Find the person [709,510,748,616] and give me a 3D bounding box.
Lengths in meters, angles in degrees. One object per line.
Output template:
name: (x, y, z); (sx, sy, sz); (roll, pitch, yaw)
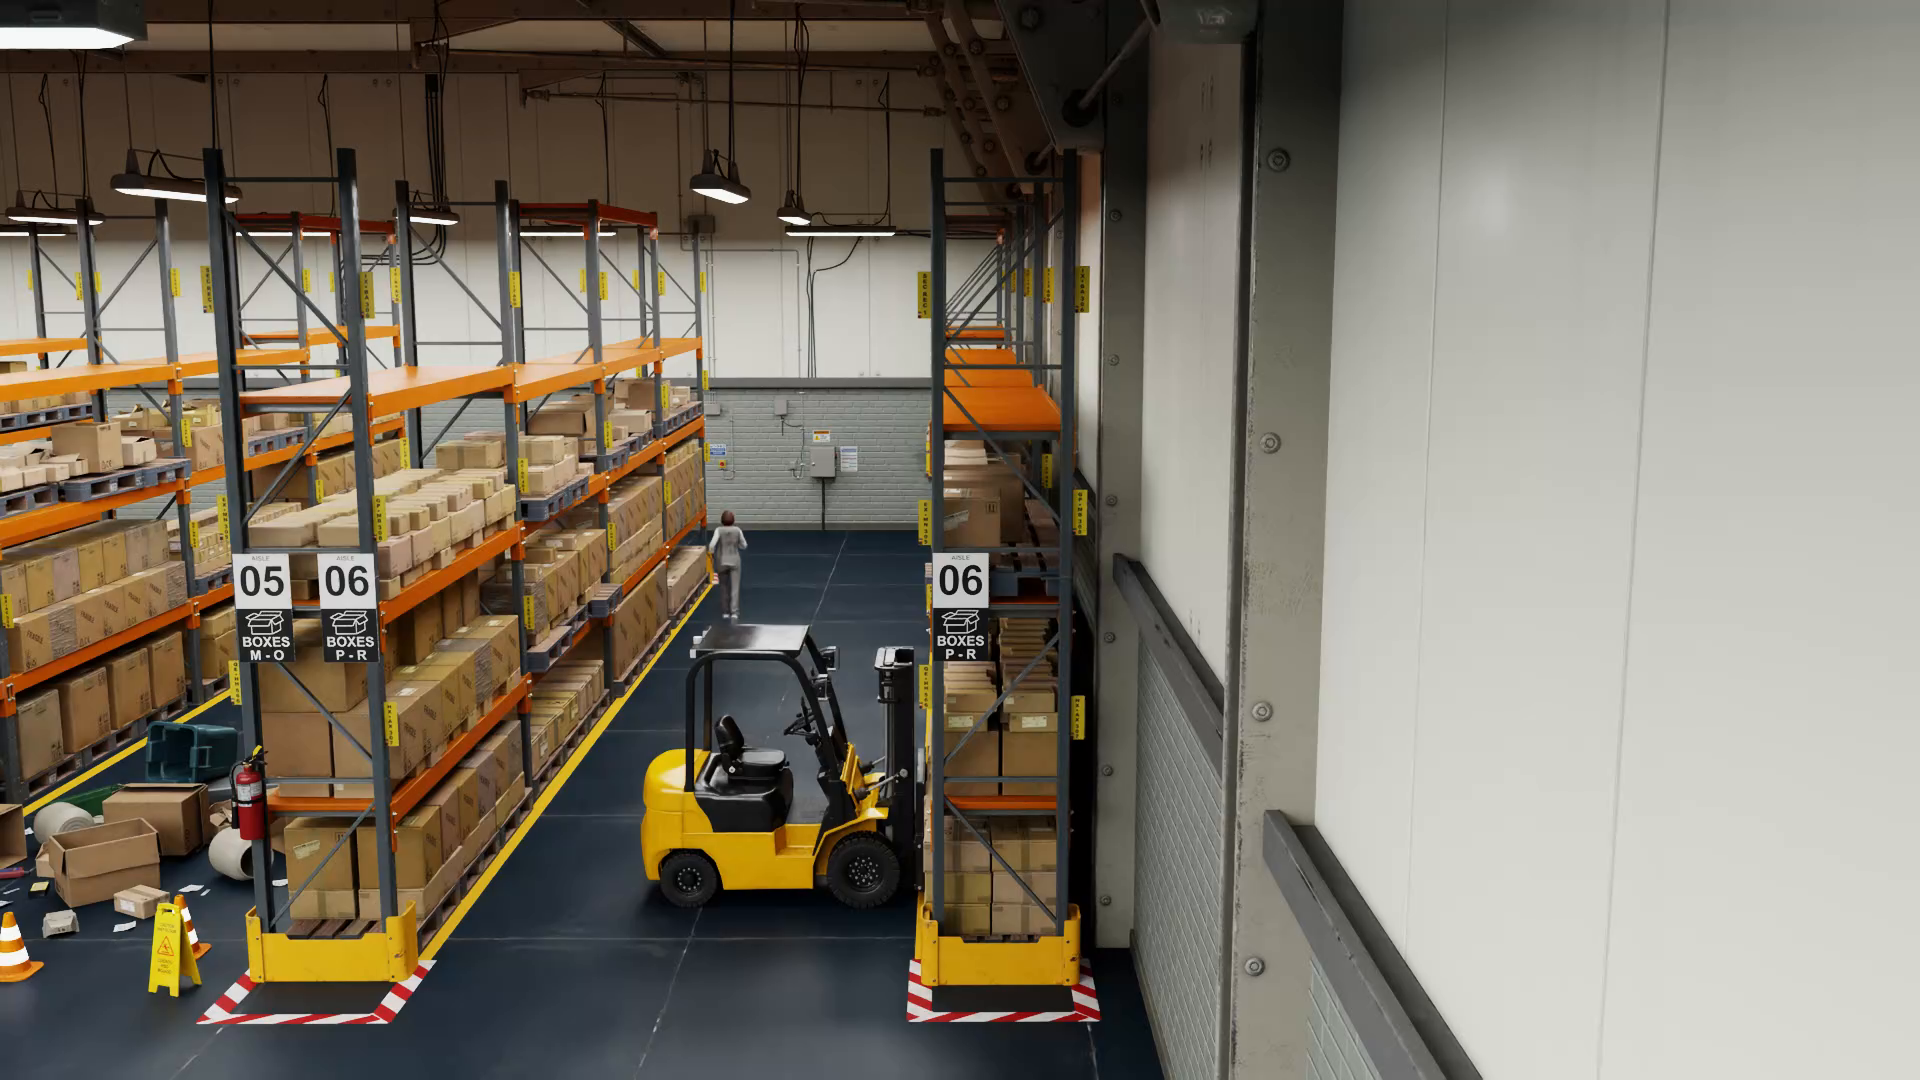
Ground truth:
person: (-3.221, 0.329, 23.152); (0.539, 1.510, 0.714); (-1, 9, -9)
